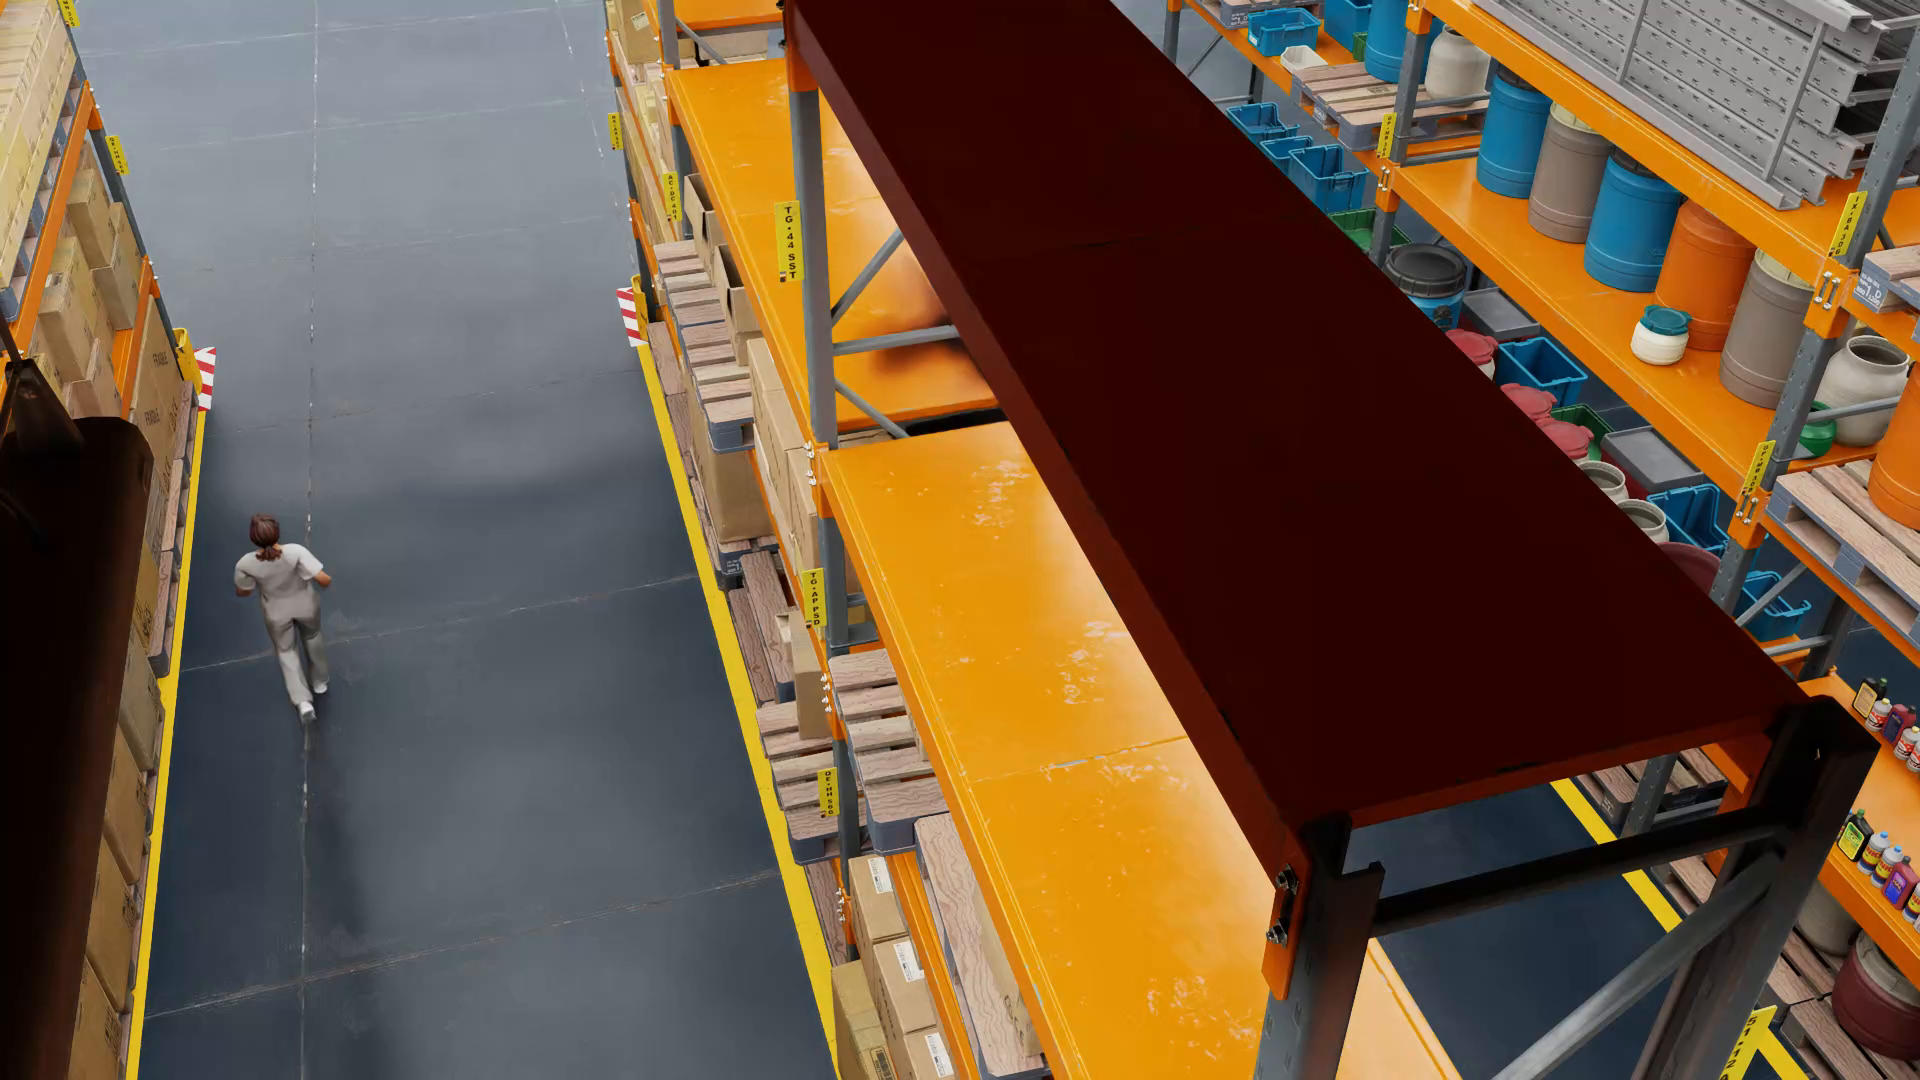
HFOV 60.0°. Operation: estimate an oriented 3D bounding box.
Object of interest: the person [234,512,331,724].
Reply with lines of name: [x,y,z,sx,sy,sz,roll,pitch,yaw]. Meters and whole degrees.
person: [-4.330,0.469,10.799,0.575,1.631,0.802,-14,41,-17]
